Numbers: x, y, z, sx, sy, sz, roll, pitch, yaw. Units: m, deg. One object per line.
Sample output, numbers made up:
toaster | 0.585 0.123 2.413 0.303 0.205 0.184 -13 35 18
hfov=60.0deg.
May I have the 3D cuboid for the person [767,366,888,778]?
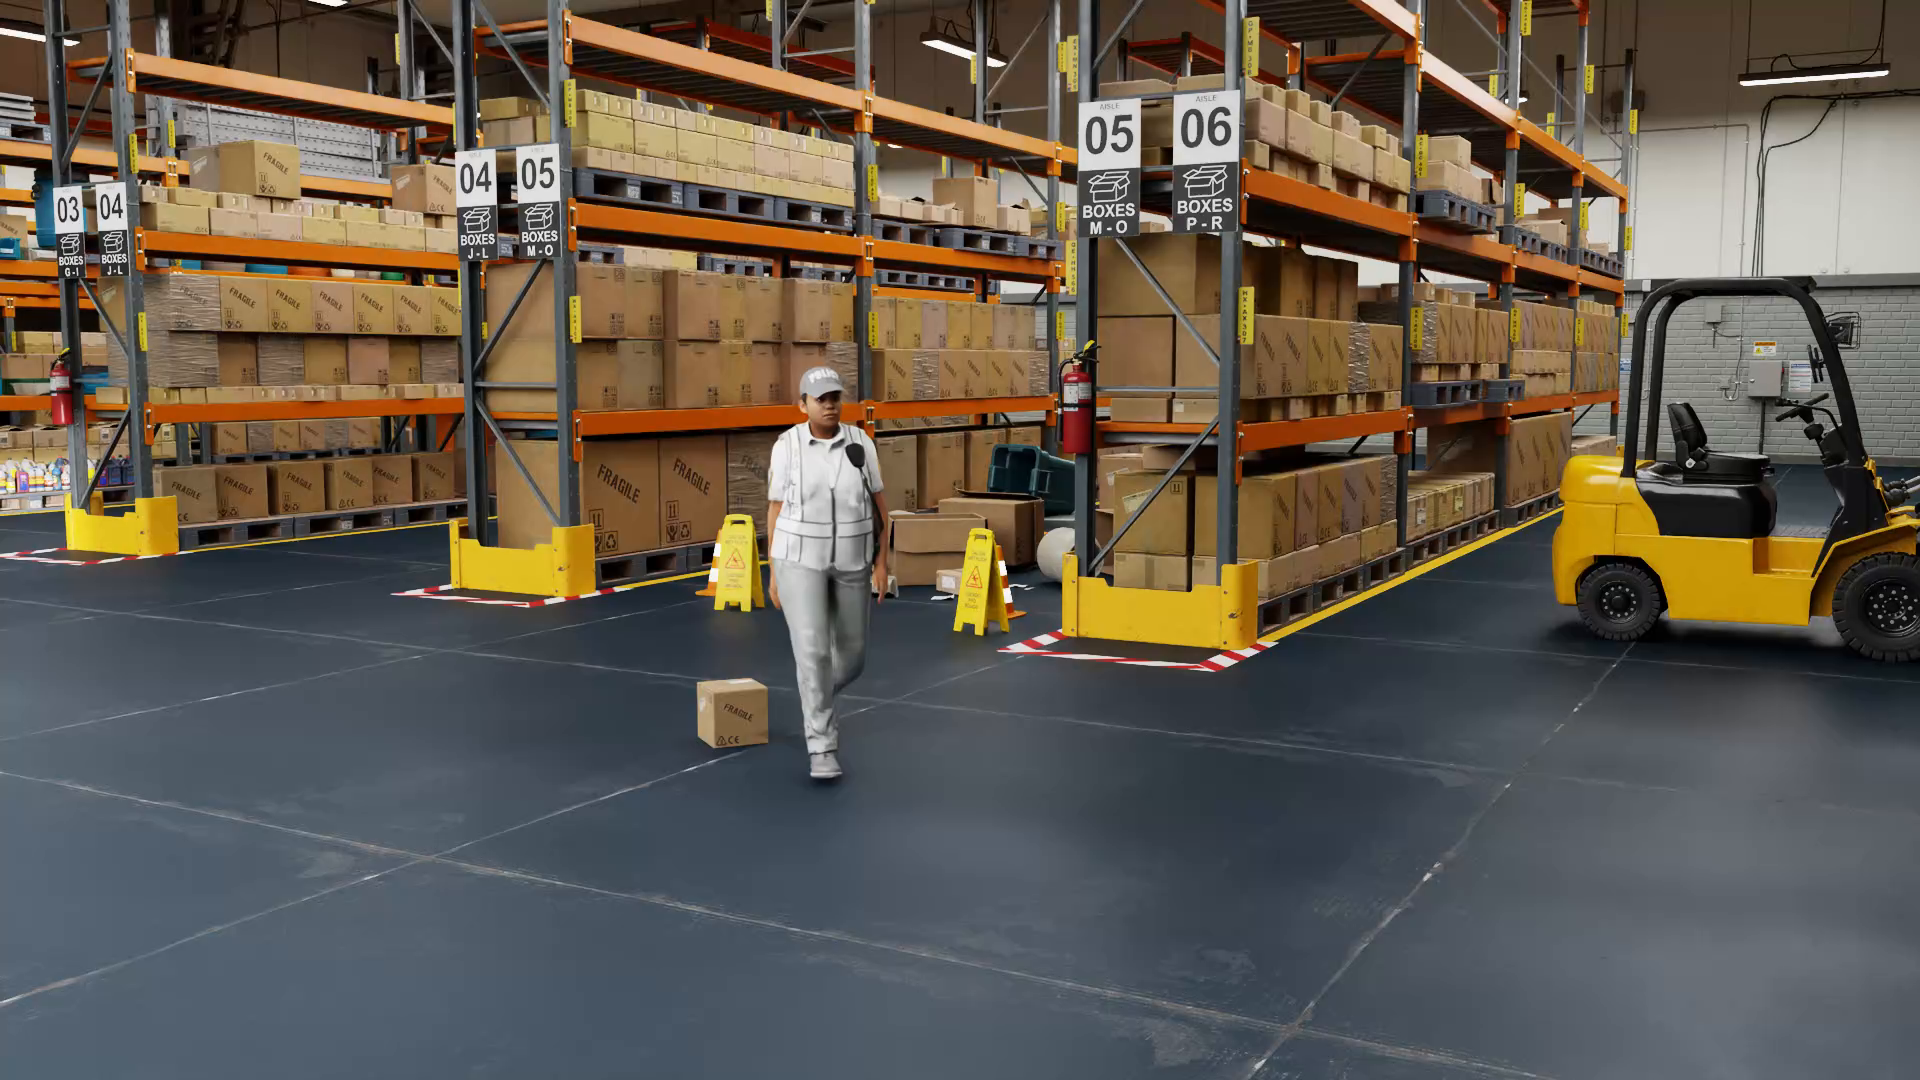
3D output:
person | -0.553 0.098 6.866 0.488 1.623 0.875 -2 6 -18
